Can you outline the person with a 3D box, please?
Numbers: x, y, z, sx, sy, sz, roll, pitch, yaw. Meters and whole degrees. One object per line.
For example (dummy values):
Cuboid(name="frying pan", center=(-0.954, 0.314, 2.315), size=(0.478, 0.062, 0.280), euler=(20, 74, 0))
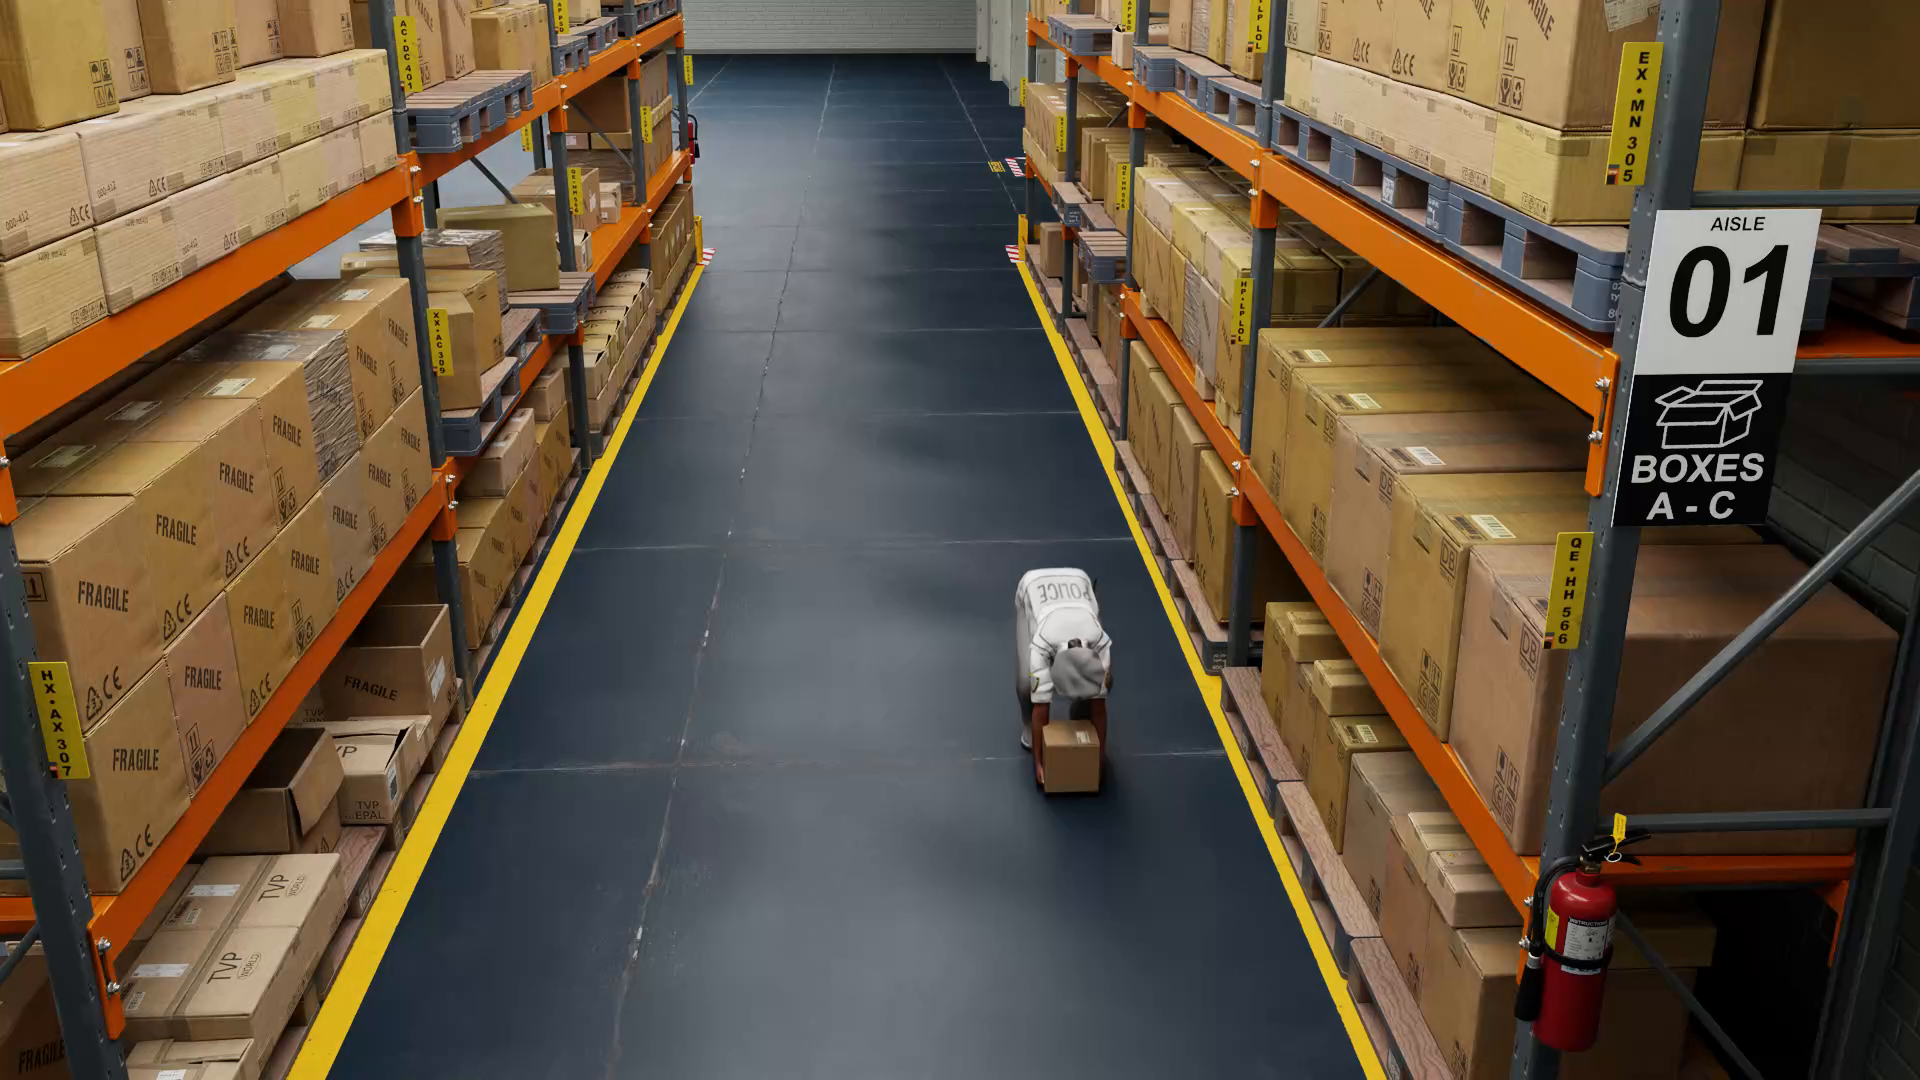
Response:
Cuboid(name="person", center=(0.509, 0.636, 7.997), size=(0.468, 0.881, 0.904), euler=(-2, 21, -6))
